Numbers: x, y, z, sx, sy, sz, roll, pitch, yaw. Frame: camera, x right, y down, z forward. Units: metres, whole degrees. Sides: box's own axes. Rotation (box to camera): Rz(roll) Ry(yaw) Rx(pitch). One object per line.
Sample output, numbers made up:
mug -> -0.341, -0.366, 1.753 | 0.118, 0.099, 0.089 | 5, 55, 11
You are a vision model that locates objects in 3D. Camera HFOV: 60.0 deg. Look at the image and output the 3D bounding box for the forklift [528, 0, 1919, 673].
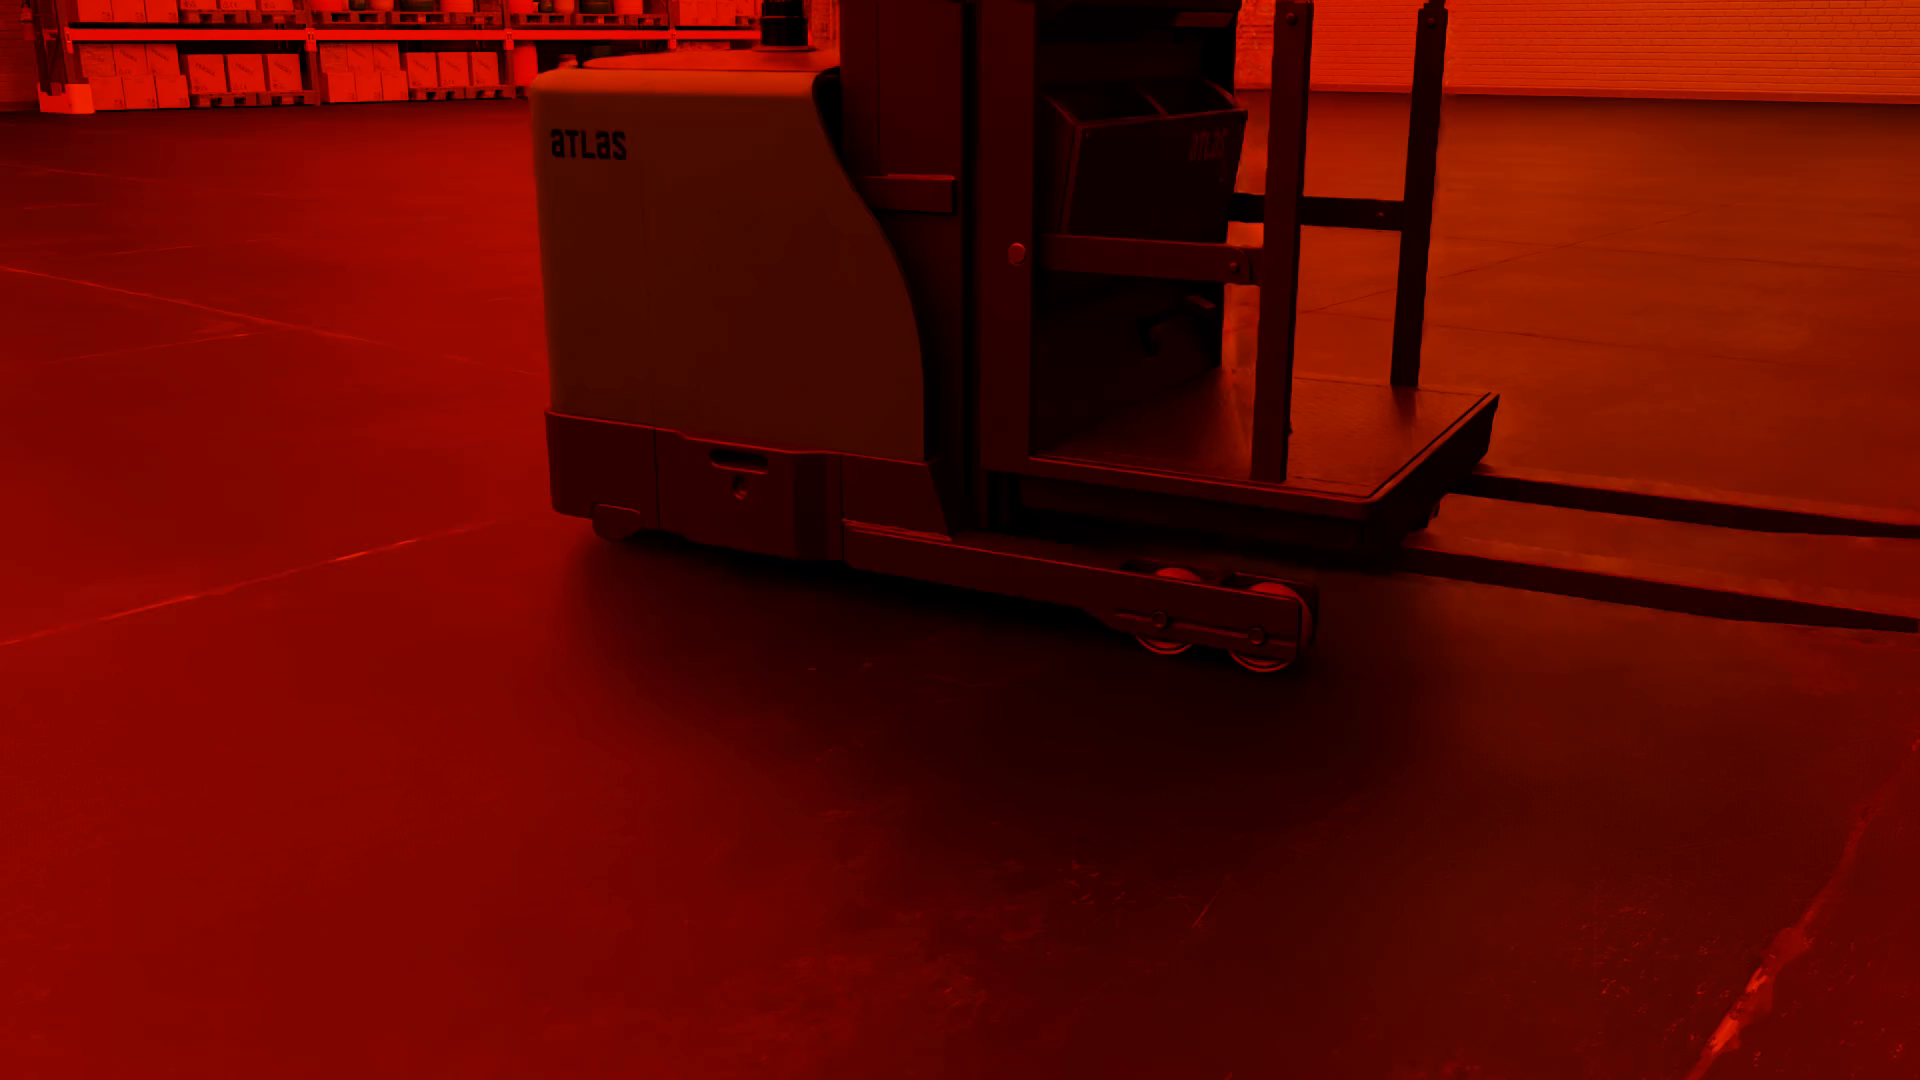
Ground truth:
forklift -> 0.570, -1.330, 3.277 | 3.031, 2.935, 1.130 | 9, 19, 27
